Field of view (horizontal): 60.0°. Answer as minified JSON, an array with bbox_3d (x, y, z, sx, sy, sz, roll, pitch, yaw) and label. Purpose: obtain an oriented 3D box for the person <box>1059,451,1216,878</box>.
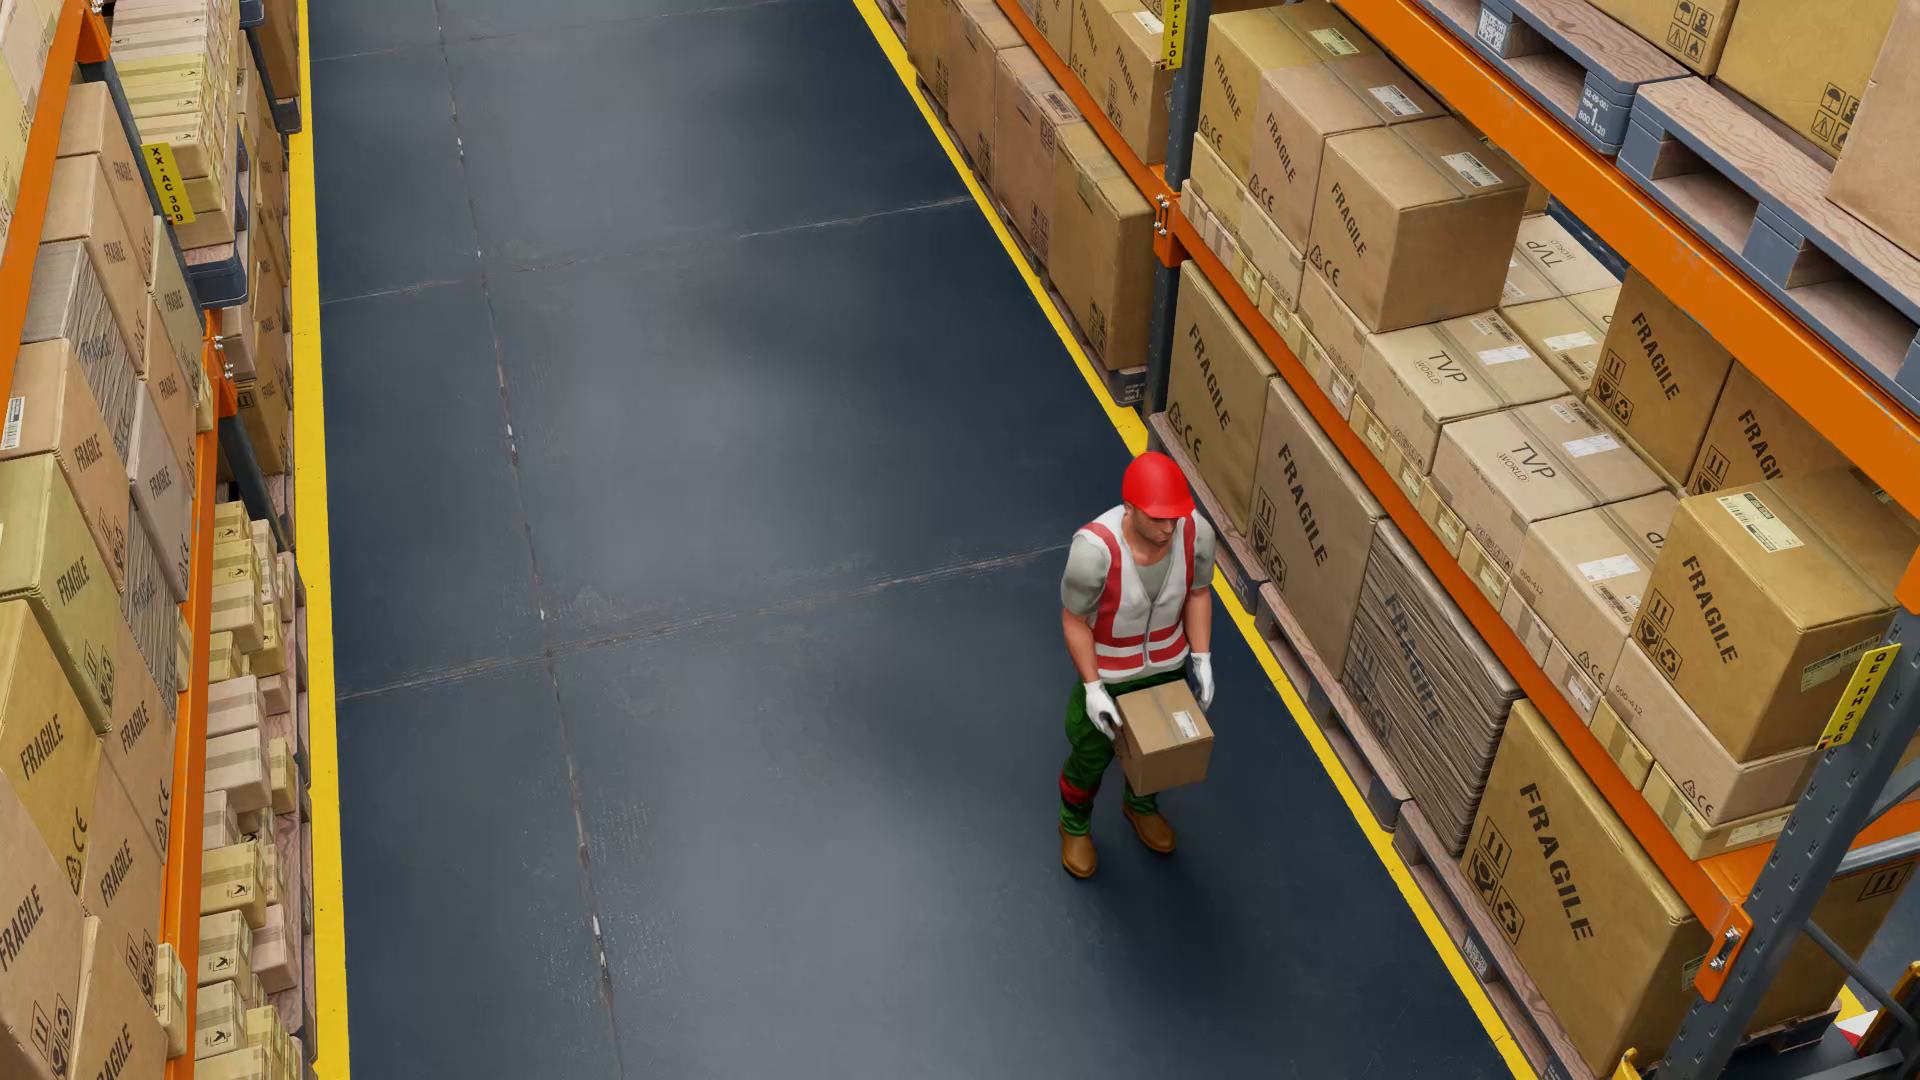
[{"bbox_3d":[2.099,-3.733,10.309,7.342,1.788,11.342,-13,43,-14],"label":"person"}]
